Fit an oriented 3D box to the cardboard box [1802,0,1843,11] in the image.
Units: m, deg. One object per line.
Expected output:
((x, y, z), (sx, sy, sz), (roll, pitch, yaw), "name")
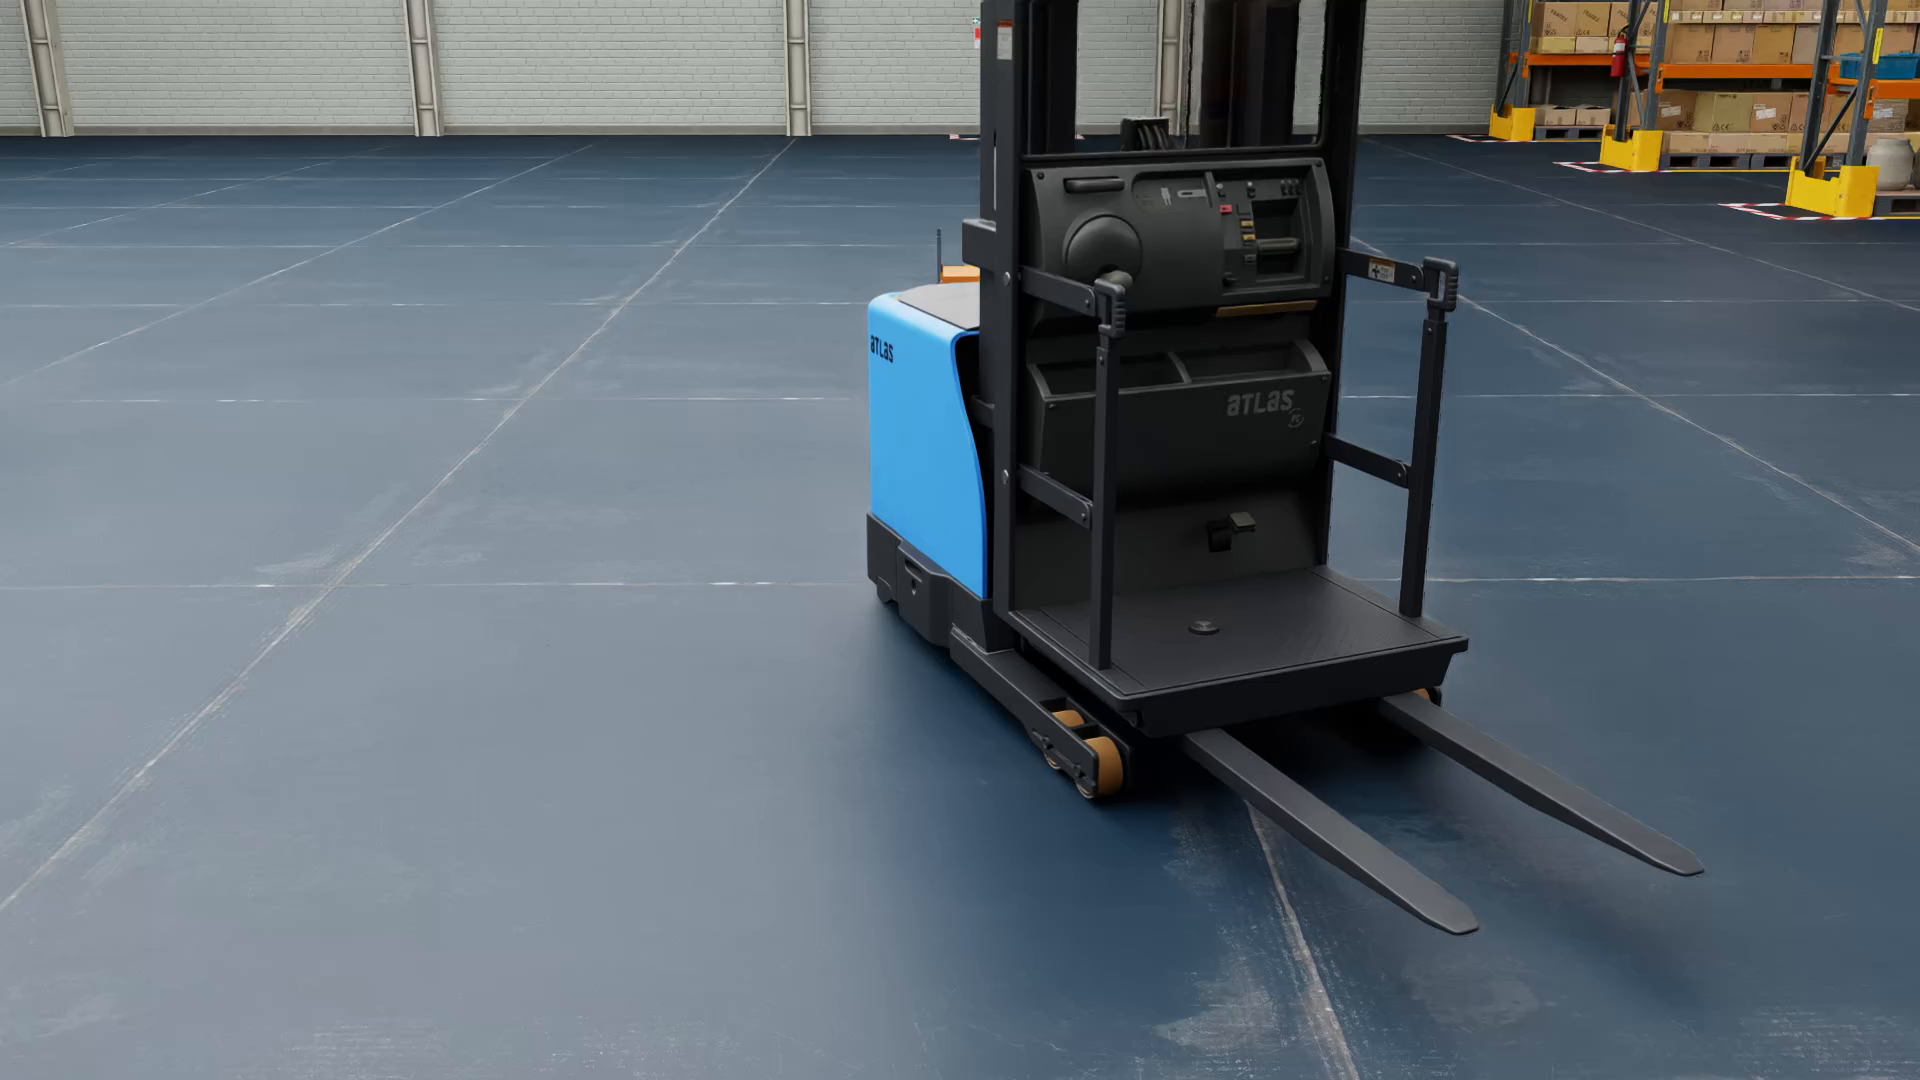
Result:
((10.825, -6.990, 21.139), (0.500, 0.500, 0.700), (0, 18, -1), "cardboard box")

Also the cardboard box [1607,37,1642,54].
((10.214, -7.681, 25.792), (0.500, 0.250, 0.500), (-1, 18, -2), "cardboard box")

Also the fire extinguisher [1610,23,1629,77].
((8.649, -6.421, 21.780), (0.183, 0.674, 0.296), (0, 18, -1), "fire extinguisher")

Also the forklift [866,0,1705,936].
((0.714, -0.856, 4.418), (1.130, 2.935, 3.031), (-7, 19, -22), "forklift")

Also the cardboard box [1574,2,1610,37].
((9.669, -8.035, 25.668), (0.500, 0.500, 0.500), (0, 18, -1), "cardboard box")

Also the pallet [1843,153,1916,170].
((11.978, -5.017, 21.842), (1.213, 0.211, 1.003), (0, 18, -1), "pallet")

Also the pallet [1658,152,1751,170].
((9.538, -5.005, 21.805), (1.213, 0.211, 1.003), (0, 18, -1), "pallet")

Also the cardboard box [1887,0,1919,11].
((11.825, -6.994, 21.153), (0.500, 0.500, 0.700), (0, 18, -1), "cardboard box")

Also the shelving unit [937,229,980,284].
((0.166, -0.572, 6.367), (0.503, 1.200, 0.258), (0, 18, -1), "shelving unit")

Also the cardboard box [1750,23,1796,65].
((10.263, -6.367, 21.322), (0.500, 0.500, 0.700), (0, 18, 0), "cardboard box")

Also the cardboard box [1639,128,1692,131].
((9.306, -5.300, 21.973), (0.500, 0.250, 0.500), (0, 18, -1), "cardboard box")

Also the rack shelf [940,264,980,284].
((0.166, -0.946, 6.247), (0.480, 0.148, 0.258), (0, 18, -1), "rack shelf")

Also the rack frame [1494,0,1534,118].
((8.693, -7.830, 26.044), (0.127, 3.000, 1.000), (0, 18, -1), "rack frame")

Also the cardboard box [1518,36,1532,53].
((9.157, -7.829, 26.256), (0.500, 0.250, 0.500), (0, 18, 0), "cardboard box")

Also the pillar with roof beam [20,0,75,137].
((-14.550, -9.523, 21.502), (0.400, 9.000, 9.100), (0, 18, -1), "pillar with roof beam")

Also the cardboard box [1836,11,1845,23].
((10.970, -6.618, 21.041), (0.250, 0.149, 0.380), (0, 18, 1), "cardboard box")

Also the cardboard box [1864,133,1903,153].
((11.814, -5.158, 21.531), (0.500, 0.250, 0.500), (0, 18, -1), "cardboard box")

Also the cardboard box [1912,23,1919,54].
((12.330, -6.379, 21.360), (0.500, 0.500, 0.700), (-1, 18, -2), "cardboard box")

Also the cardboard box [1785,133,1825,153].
((10.814, -5.149, 21.501), (0.500, 0.250, 0.500), (0, 18, -1), "cardboard box")

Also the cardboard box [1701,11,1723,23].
((9.434, -6.611, 21.021), (0.250, 0.149, 0.380), (-1, 18, -2), "cardboard box")

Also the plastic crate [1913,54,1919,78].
((9.994, -4.828, 16.931), (0.408, 0.251, 0.499), (0, 18, -1), "plastic crate")

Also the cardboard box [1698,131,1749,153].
((9.814, -5.146, 21.491), (0.500, 0.250, 0.500), (0, 18, -1), "cardboard box")

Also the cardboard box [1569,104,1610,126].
((9.956, -6.737, 26.321), (0.500, 0.311, 0.500), (1, 18, 4), "cardboard box")

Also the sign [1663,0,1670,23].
((8.777, -6.597, 20.655), (0.005, 0.325, 0.100), (0, 18, -1), "sign")

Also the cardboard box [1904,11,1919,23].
((11.996, -6.623, 21.058), (0.250, 0.149, 0.380), (-1, 18, -2), "cardboard box")

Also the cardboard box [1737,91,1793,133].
((10.314, -5.508, 21.395), (0.500, 0.500, 0.500), (0, 18, -1), "cardboard box")

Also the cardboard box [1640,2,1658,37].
((10.702, -8.041, 25.689), (0.500, 0.500, 0.500), (0, 18, 1), "cardboard box")

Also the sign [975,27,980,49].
((0.354, -8.114, 26.872), (0.234, 0.329, 0.001), (0, 18, -1), "sign")

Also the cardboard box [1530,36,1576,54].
((9.185, -7.673, 25.769), (0.500, 0.250, 0.500), (-1, 18, -2), "cardboard box")

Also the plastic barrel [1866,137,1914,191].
((9.506, -3.846, 17.010), (0.421, 0.512, 0.421), (0, 18, 0), "plastic barrel")

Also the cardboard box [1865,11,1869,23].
((11.488, -6.621, 21.052), (0.250, 0.149, 0.380), (0, 18, -1), "cardboard box")

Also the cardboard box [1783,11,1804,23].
((10.458, -6.616, 21.036), (0.250, 0.149, 0.380), (-1, 18, -2), "cardboard box")

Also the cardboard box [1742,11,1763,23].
((9.936, -6.613, 21.025), (0.250, 0.149, 0.380), (-1, 18, -2), "cardboard box")

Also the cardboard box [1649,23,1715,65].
((9.241, -6.363, 21.308), (0.500, 0.500, 0.700), (0, 18, -1), "cardboard box")

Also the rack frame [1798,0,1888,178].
((8.849, -4.804, 16.612), (0.127, 3.000, 1.000), (0, 18, -1), "rack frame")

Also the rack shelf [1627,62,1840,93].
((10.774, -5.984, 21.468), (4.000, 0.370, 1.077), (0, 18, -1), "rack shelf")

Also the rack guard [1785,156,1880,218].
((8.924, -3.628, 17.040), (0.348, 0.500, 1.175), (0, 18, -1), "rack guard")

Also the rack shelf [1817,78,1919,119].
((10.849, -4.471, 16.752), (4.000, 0.370, 1.077), (0, 18, -1), "rack shelf")

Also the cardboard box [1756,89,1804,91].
((10.806, -5.669, 21.896), (0.500, 0.500, 0.500), (0, 18, -1), "cardboard box")

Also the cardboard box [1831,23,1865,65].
((11.301, -6.374, 21.342), (0.500, 0.500, 0.700), (0, 18, 0), "cardboard box")

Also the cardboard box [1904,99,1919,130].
((12.305, -5.677, 21.921), (0.500, 0.500, 0.500), (0, 18, -1), "cardboard box")

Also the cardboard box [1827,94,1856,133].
((11.314, -5.512, 21.407), (0.500, 0.500, 0.500), (0, 18, -1), "cardboard box")

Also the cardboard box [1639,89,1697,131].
((9.306, -5.658, 21.861), (0.500, 0.500, 0.500), (0, 18, -1), "cardboard box")

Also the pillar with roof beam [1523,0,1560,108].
((9.447, -9.639, 21.863), (0.400, 9.000, 9.100), (0, 18, -1), "pillar with roof beam")

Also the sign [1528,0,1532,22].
((8.701, -8.076, 25.395), (0.005, 0.325, 0.100), (0, 18, -1), "sign")

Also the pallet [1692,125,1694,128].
((12.021, -6.507, 26.487), (1.213, 0.211, 1.003), (0, 18, -1), "pallet")

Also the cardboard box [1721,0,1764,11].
((9.820, -6.985, 21.123), (0.500, 0.500, 0.700), (-1, 18, -2), "cardboard box")

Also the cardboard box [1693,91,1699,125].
((11.655, -6.851, 26.365), (0.500, 0.500, 0.500), (-2, 18, -5), "cardboard box")

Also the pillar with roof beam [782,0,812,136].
((-2.552, -9.581, 21.683), (0.400, 9.000, 9.100), (0, 18, -1), "pillar with roof beam")
